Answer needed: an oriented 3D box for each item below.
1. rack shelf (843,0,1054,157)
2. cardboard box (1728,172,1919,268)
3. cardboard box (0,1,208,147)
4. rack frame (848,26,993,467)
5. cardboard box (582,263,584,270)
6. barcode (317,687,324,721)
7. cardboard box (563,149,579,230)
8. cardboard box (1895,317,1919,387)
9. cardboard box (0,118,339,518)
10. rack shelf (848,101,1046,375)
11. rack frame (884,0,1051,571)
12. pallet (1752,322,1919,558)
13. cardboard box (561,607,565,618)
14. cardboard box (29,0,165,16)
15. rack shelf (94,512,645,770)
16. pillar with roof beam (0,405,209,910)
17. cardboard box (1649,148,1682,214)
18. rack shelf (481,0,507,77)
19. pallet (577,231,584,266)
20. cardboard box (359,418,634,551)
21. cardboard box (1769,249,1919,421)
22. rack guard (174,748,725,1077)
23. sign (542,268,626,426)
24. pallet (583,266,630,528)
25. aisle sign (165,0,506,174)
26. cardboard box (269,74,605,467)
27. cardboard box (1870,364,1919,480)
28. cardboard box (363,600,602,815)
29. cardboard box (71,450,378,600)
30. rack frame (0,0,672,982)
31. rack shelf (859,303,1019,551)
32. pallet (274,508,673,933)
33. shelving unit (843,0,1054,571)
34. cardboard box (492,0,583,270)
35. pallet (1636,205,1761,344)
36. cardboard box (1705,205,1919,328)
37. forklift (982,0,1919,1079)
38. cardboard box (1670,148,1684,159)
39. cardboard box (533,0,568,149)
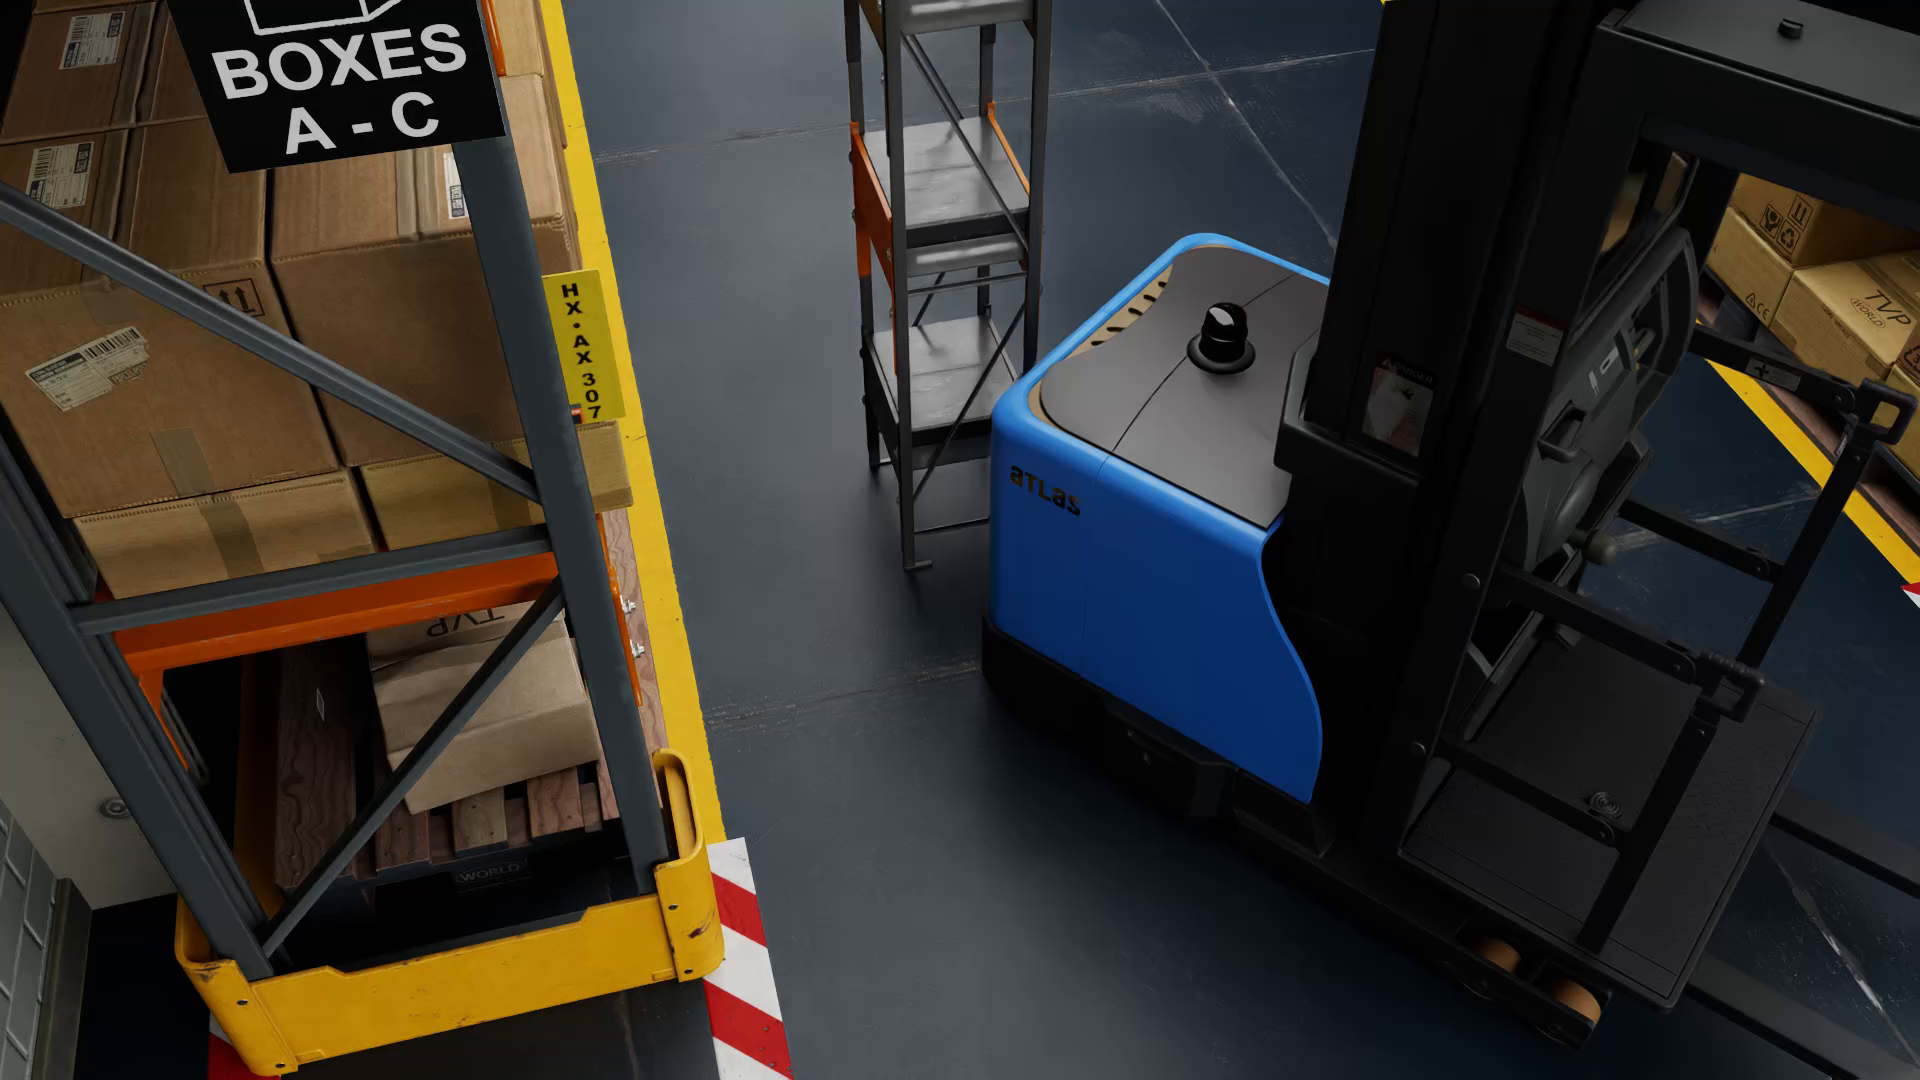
[{"bbox_3d":[-0.042,-1.330,4.122,0.431,0.518,0.480,-11,47,-10],"label":"rack shelf"},{"bbox_3d":[2.920,-1.284,5.514,0.500,0.500,0.500,-11,47,-10],"label":"cardboard box"},{"bbox_3d":[-1.618,-0.778,3.478,0.500,0.500,0.500,-10,46,-10],"label":"cardboard box"},{"bbox_3d":[-0.105,-1.018,4.777,0.400,2.100,0.015,-11,47,-10],"label":"rack frame"},{"bbox_3d":[-1.137,-0.631,3.859,0.500,0.250,0.500,-12,47,-12],"label":"cardboard box"},{"bbox_3d":[-1.654,0.425,4.301,0.001,0.075,0.075,-11,47,-10],"label":"barcode"},{"bbox_3d":[-1.262,-0.983,4.205,0.500,0.250,0.500,-11,47,-11],"label":"cardboard box"},{"bbox_3d":[3.190,-0.596,4.840,0.500,0.500,0.500,-11,47,-10],"label":"cardboard box"},{"bbox_3d":[-1.499,-0.429,3.136,0.500,0.500,0.500,-11,47,-11],"label":"cardboard box"},{"bbox_3d":[-0.042,-0.840,4.622,0.431,0.518,0.480,-11,47,-10],"label":"rack shelf"},{"bbox_3d":[0.020,-0.681,4.447,0.400,2.100,0.015,-11,47,-10],"label":"rack frame"},{"bbox_3d":[3.379,-0.378,5.472,1.003,0.211,1.213,-11,47,-10],"label":"pallet"},{"bbox_3d":[-1.409,-0.026,4.750,0.500,0.311,0.500,-7,46,-7],"label":"cardboard box"},{"bbox_3d":[-1.755,-1.134,3.827,0.500,0.500,0.500,-12,47,-11],"label":"cardboard box"},{"bbox_3d":[-1.685,-1.054,4.687,1.077,0.370,4.000,-11,47,-10],"label":"rack shelf"},{"bbox_3d":[1.973,-3.137,2.024,9.100,9.000,0.400,-11,47,-10],"label":"pillar with roof beam"},{"bbox_3d":[2.796,-1.368,6.121,0.500,0.250,0.500,-11,47,-10],"label":"cardboard box"},{"bbox_3d":[-1.685,-2.104,3.615,1.077,0.370,4.000,-11,47,-10],"label":"rack shelf"},{"bbox_3d":[-1.991,-1.254,6.331,1.003,0.211,1.213,-11,47,-10],"label":"pallet"},{"bbox_3d":[-0.991,-0.275,3.510,0.500,0.250,0.500,-12,47,-11],"label":"cardboard box"},{"bbox_3d":[3.052,-0.677,5.445,0.500,0.250,0.500,-11,47,-10],"label":"cardboard box"},{"bbox_3d":[-1.192,0.897,4.021,1.175,0.500,0.348,-11,47,-10],"label":"rack guard"},{"bbox_3d":[-0.648,-0.328,2.865,0.100,0.325,0.005,-11,47,-10],"label":"sign"},{"bbox_3d":[-1.675,-0.410,5.504,1.003,0.211,1.213,-11,47,-10],"label":"pallet"},{"bbox_3d":[-0.864,-0.840,2.153,0.394,0.787,0.004,-11,47,-10],"label":"aisle sign"},{"bbox_3d":[-1.004,-0.527,3.232,0.500,0.500,0.500,-11,47,-10],"label":"cardboard box"},{"bbox_3d":[3.192,-0.334,5.109,0.500,0.250,0.500,-11,47,-10],"label":"cardboard box"},{"bbox_3d":[-1.263,0.368,4.364,0.500,0.311,0.500,-16,48,-15],"label":"cardboard box"},{"bbox_3d":[-1.480,-0.167,3.404,0.500,0.250,0.500,-10,46,-10],"label":"cardboard box"},{"bbox_3d":[-1.173,0.075,3.076,1.000,3.000,0.127,-11,47,-10],"label":"rack frame"},{"bbox_3d":[-0.042,-0.350,5.122,0.431,0.518,0.480,-11,47,-10],"label":"rack shelf"},{"bbox_3d":[-1.366,0.431,4.680,1.003,0.211,1.213,-11,47,-10],"label":"pallet"},{"bbox_3d":[-0.042,-0.849,4.612,0.431,2.100,0.503,-11,47,-10],"label":"shelving unit"},{"bbox_3d":[-1.121,-0.870,3.568,0.500,0.500,0.500,-11,47,-10],"label":"cardboard box"},{"bbox_3d":[3.070,-1.219,6.296,1.003,0.211,1.213,-11,47,-10],"label":"pallet"},{"bbox_3d":[2.923,-1.022,5.783,0.500,0.250,0.500,-11,47,-10],"label":"cardboard box"},{"bbox_3d":[1.541,-0.237,3.430,3.031,2.935,1.130,29,52,25],"label":"forklift"},{"bbox_3d":[2.793,-1.630,5.853,0.500,0.500,0.500,-11,47,-10],"label":"cardboard box"},{"bbox_3d":[-1.247,-1.228,3.919,0.500,0.500,0.500,-12,47,-12],"label":"cardboard box"}]
